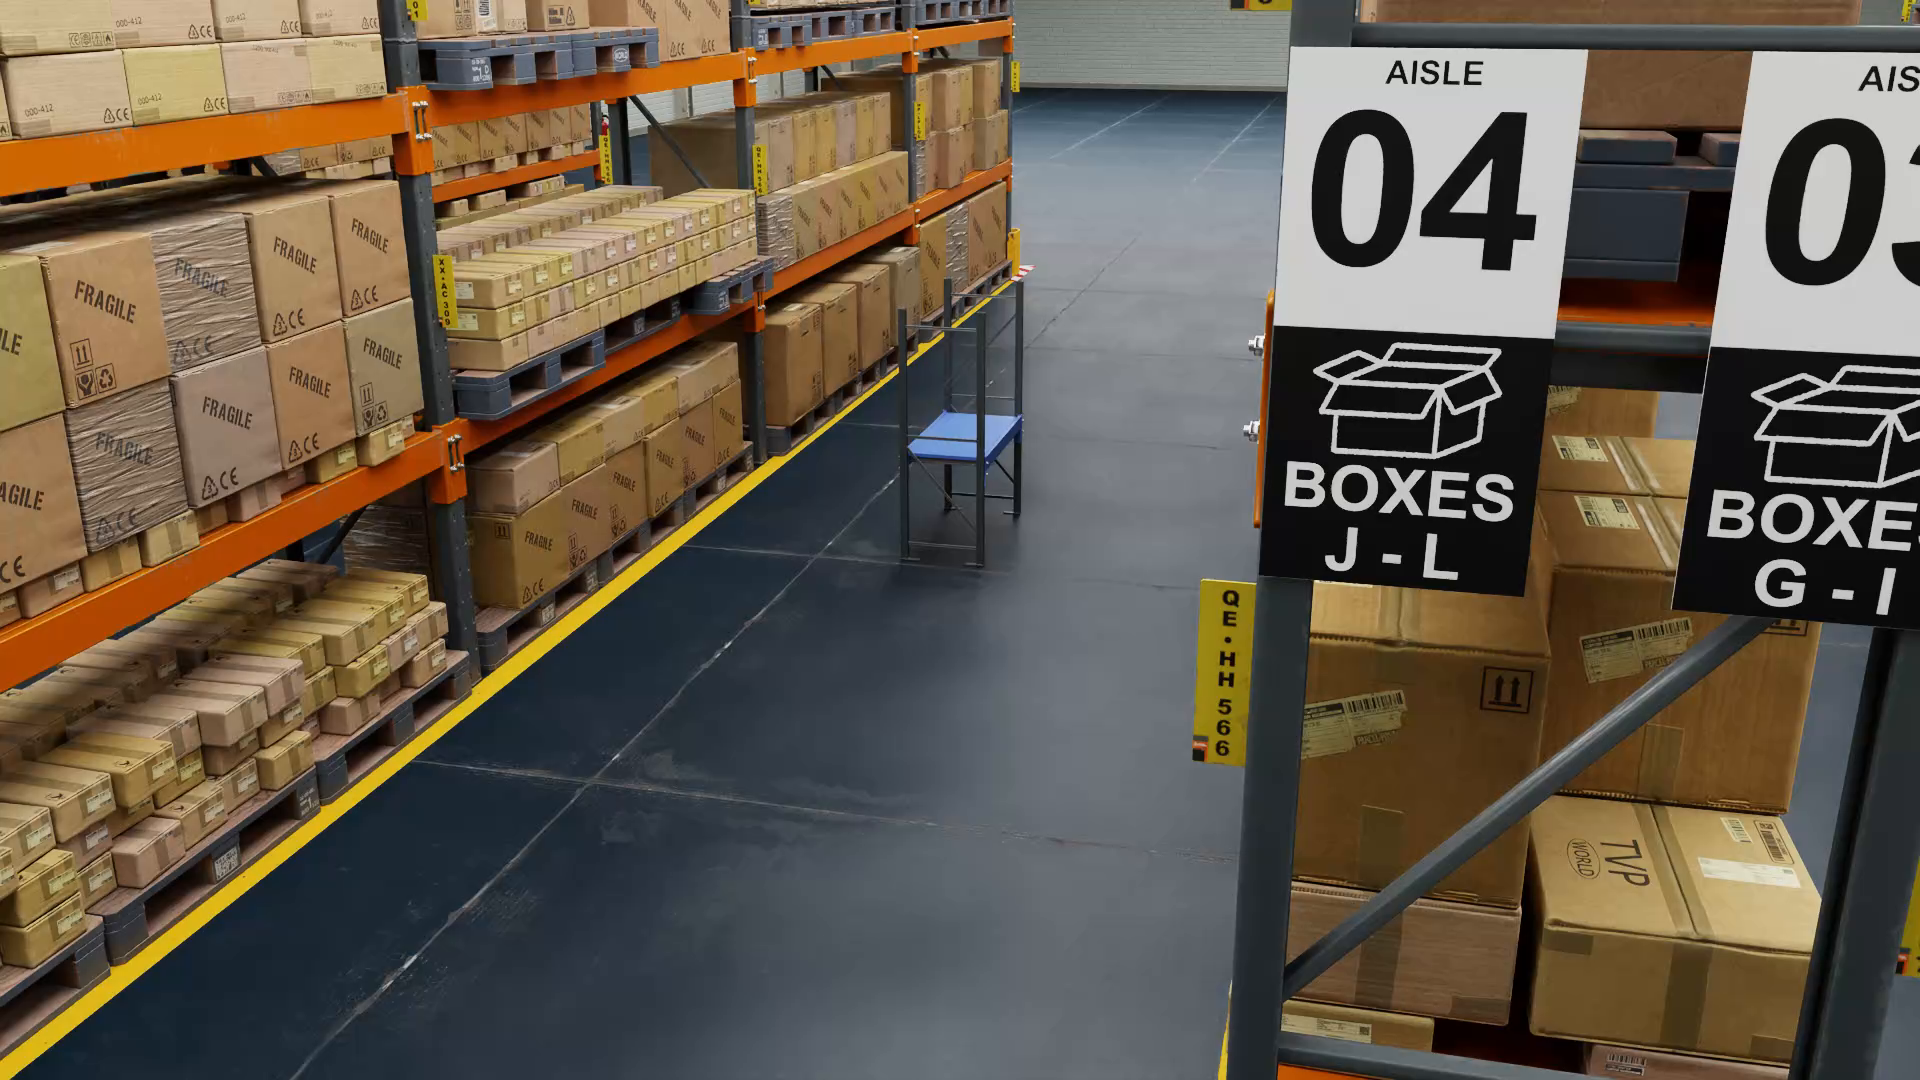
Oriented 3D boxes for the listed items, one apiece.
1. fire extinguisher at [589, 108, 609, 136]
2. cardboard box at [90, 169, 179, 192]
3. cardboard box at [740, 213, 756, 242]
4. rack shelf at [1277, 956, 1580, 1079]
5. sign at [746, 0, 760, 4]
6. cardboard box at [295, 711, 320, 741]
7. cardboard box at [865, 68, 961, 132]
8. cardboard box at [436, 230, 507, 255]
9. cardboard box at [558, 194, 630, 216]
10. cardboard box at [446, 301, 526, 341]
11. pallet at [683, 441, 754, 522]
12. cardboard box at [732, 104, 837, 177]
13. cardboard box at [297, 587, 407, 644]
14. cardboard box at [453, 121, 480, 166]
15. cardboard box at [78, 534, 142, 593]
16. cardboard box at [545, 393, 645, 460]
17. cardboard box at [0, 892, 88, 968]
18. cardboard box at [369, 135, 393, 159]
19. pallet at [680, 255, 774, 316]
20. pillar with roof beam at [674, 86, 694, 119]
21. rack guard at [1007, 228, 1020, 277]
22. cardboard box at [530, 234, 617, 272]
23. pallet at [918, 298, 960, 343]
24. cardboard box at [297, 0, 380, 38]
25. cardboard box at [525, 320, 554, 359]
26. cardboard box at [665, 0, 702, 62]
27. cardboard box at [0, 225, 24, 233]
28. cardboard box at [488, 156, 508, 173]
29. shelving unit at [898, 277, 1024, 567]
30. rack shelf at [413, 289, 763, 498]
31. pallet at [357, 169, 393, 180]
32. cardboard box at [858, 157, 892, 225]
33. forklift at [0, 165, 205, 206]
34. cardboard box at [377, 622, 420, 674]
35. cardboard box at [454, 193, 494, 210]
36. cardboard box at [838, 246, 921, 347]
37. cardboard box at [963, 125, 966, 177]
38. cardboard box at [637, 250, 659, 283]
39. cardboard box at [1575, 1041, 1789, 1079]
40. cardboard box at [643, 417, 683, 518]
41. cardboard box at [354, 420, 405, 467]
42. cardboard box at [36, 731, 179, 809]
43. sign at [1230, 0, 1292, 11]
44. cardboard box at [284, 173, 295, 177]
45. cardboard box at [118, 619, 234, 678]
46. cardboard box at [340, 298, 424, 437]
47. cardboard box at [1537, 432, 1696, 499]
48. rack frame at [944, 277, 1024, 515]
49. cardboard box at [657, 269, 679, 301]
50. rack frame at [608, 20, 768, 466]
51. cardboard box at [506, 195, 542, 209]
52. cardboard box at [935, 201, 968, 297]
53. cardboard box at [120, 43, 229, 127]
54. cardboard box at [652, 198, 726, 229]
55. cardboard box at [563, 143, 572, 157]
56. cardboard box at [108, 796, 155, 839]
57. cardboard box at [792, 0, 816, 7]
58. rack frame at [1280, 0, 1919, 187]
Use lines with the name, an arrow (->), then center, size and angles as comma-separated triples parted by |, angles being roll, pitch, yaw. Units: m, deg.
fire extinguisher -> -4.263, -4.831, 19.812 | 0.296, 0.674, 0.183 | 5, 19, 13
cardboard box -> -6.358, -2.871, 12.687 | 0.500, 0.500, 0.500 | 4, 19, 12
cardboard box -> -1.547, -2.032, 10.774 | 0.380, 0.149, 0.250 | 5, 20, 15
rack shelf -> 1.451, 0.643, 4.779 | 1.077, 0.370, 4.000 | 5, 19, 13
sign -> -1.342, -3.622, 10.712 | 0.100, 0.325, 0.005 | 5, 19, 13
cardboard box -> -2.939, 0.788, 7.001 | 0.380, 0.149, 0.250 | 4, 19, 12
cardboard box -> -0.480, -4.290, 16.205 | 0.875, 0.550, 0.550 | 5, 19, 13
cardboard box -> -2.679, -1.575, 8.976 | 0.380, 0.149, 0.250 | 4, 19, 12
cardboard box -> -2.296, -2.073, 10.434 | 0.380, 0.149, 0.250 | 5, 19, 13
cardboard box -> -2.303, -1.056, 7.917 | 0.380, 0.149, 0.250 | 5, 19, 14
pallet -> -2.060, -0.437, 11.142 | 1.003, 0.211, 1.213 | 5, 19, 13
cardboard box -> -1.378, -3.142, 13.044 | 0.700, 0.500, 0.500 | 4, 19, 13
cardboard box -> -2.703, 0.336, 7.404 | 0.380, 0.149, 0.250 | 5, 19, 14
cardboard box -> -5.237, -4.078, 16.871 | 0.500, 0.500, 0.500 | 5, 19, 13
cardboard box -> -3.094, 0.056, 5.772 | 0.380, 0.149, 0.250 | 5, 20, 15
cardboard box -> -2.152, -0.656, 9.525 | 0.500, 0.250, 0.500 | 5, 20, 15
cardboard box -> -3.176, 1.279, 5.564 | 0.380, 0.149, 0.250 | 5, 19, 14
cardboard box -> -5.605, -3.839, 15.521 | 0.500, 0.500, 0.500 | 4, 19, 12
pallet -> -1.938, -1.679, 10.760 | 1.213, 0.211, 1.003 | 5, 19, 13
pillar with roof beam -> -2.024, -13.253, 35.067 | 9.100, 9.000, 0.400 | 5, 19, 13
rack guard -> 0.093, -3.334, 19.175 | 1.175, 0.500, 0.348 | 5, 19, 13
cardboard box -> -2.050, -1.523, 8.824 | 0.380, 0.149, 0.250 | 4, 19, 13
pallet -> -0.629, -2.168, 16.209 | 1.003, 0.211, 1.213 | 5, 19, 13
cardboard box -> -2.711, -2.168, 6.713 | 0.500, 0.250, 0.500 | 4, 19, 11
cardboard box -> -2.241, -1.002, 8.221 | 0.380, 0.149, 0.250 | 5, 19, 14
cardboard box -> -1.870, -3.112, 9.862 | 0.500, 0.500, 0.500 | 5, 19, 13
cardboard box -> -3.583, -0.807, 5.748 | 0.500, 0.500, 0.500 | 4, 19, 11
cardboard box -> -5.005, -3.970, 17.557 | 0.380, 0.149, 0.250 | 5, 19, 14
shelving unit -> 0.021, -0.736, 10.023 | 0.538, 1.500, 1.048 | 5, 19, 13
rack shelf -> -2.356, -1.035, 9.689 | 1.077, 0.370, 4.000 | 5, 19, 13
pallet -> -6.043, -3.296, 15.493 | 1.003, 0.211, 1.213 | 5, 19, 13
cardboard box -> -0.882, -2.960, 14.058 | 0.500, 0.500, 0.500 | 4, 19, 13
forklift -> -4.699, -1.443, 9.877 | 1.130, 2.935, 3.031 | 5, 19, 14
cardboard box -> -2.668, 0.471, 7.468 | 0.380, 0.149, 0.250 | 4, 19, 11
cardboard box -> -5.097, -3.533, 17.332 | 0.380, 0.149, 0.250 | 5, 20, 15
cardboard box -> -0.955, -2.188, 14.784 | 1.050, 0.750, 0.750 | 5, 19, 13
cardboard box -> -0.421, -3.951, 16.883 | 0.875, 0.550, 0.500 | 5, 19, 13
cardboard box -> -1.923, -1.546, 9.353 | 0.380, 0.149, 0.250 | 4, 19, 12
cardboard box -> 1.369, 0.963, 3.117 | 0.380, 0.149, 0.250 | 5, 19, 14
cardboard box -> -2.019, -0.461, 10.115 | 0.500, 0.500, 0.500 | 4, 19, 11
cardboard box -> -2.645, -0.432, 7.200 | 0.380, 0.149, 0.250 | 4, 19, 12
cardboard box -> -3.062, 0.823, 5.978 | 0.380, 0.149, 0.250 | 5, 19, 14
sign -> 0.440, -0.919, 2.350 | 0.100, 0.325, 0.005 | 5, 19, 13
cardboard box -> -6.000, -3.118, 14.416 | 0.380, 0.149, 0.250 | 4, 19, 11
cardboard box -> -3.310, 0.461, 7.039 | 0.380, 0.149, 0.250 | 4, 19, 12
cardboard box -> -2.689, -0.762, 7.164 | 0.500, 0.500, 0.500 | 5, 19, 13
cardboard box -> 1.585, 0.056, 3.996 | 0.500, 0.500, 0.500 | 4, 19, 12
rack frame -> 0.145, -0.896, 10.490 | 0.500, 1.500, 0.032 | 5, 19, 13
cardboard box -> -1.861, -1.489, 9.646 | 0.380, 0.149, 0.250 | 5, 20, 15
rack frame -> -1.868, -2.002, 11.408 | 1.000, 3.000, 0.127 | 5, 19, 13
cardboard box -> -4.935, -3.528, 18.319 | 0.500, 0.500, 0.500 | 4, 19, 12
cardboard box -> -0.452, -2.923, 16.743 | 0.875, 0.875, 0.875 | 5, 19, 14
cardboard box -> -2.960, -1.607, 5.842 | 0.500, 0.250, 0.500 | 4, 19, 13
cardboard box -> -1.670, -2.013, 10.258 | 0.380, 0.149, 0.250 | 5, 20, 15
cardboard box -> -4.659, -4.449, 18.960 | 0.380, 0.149, 0.250 | 4, 19, 12
cardboard box -> -3.183, 0.955, 6.050 | 0.380, 0.149, 0.250 | 6, 20, 16
cardboard box -> -1.355, -3.963, 11.936 | 0.500, 0.250, 0.500 | 5, 20, 15
rack frame -> 0.963, -1.910, 1.857 | 1.000, 3.000, 0.127 | 5, 19, 13
